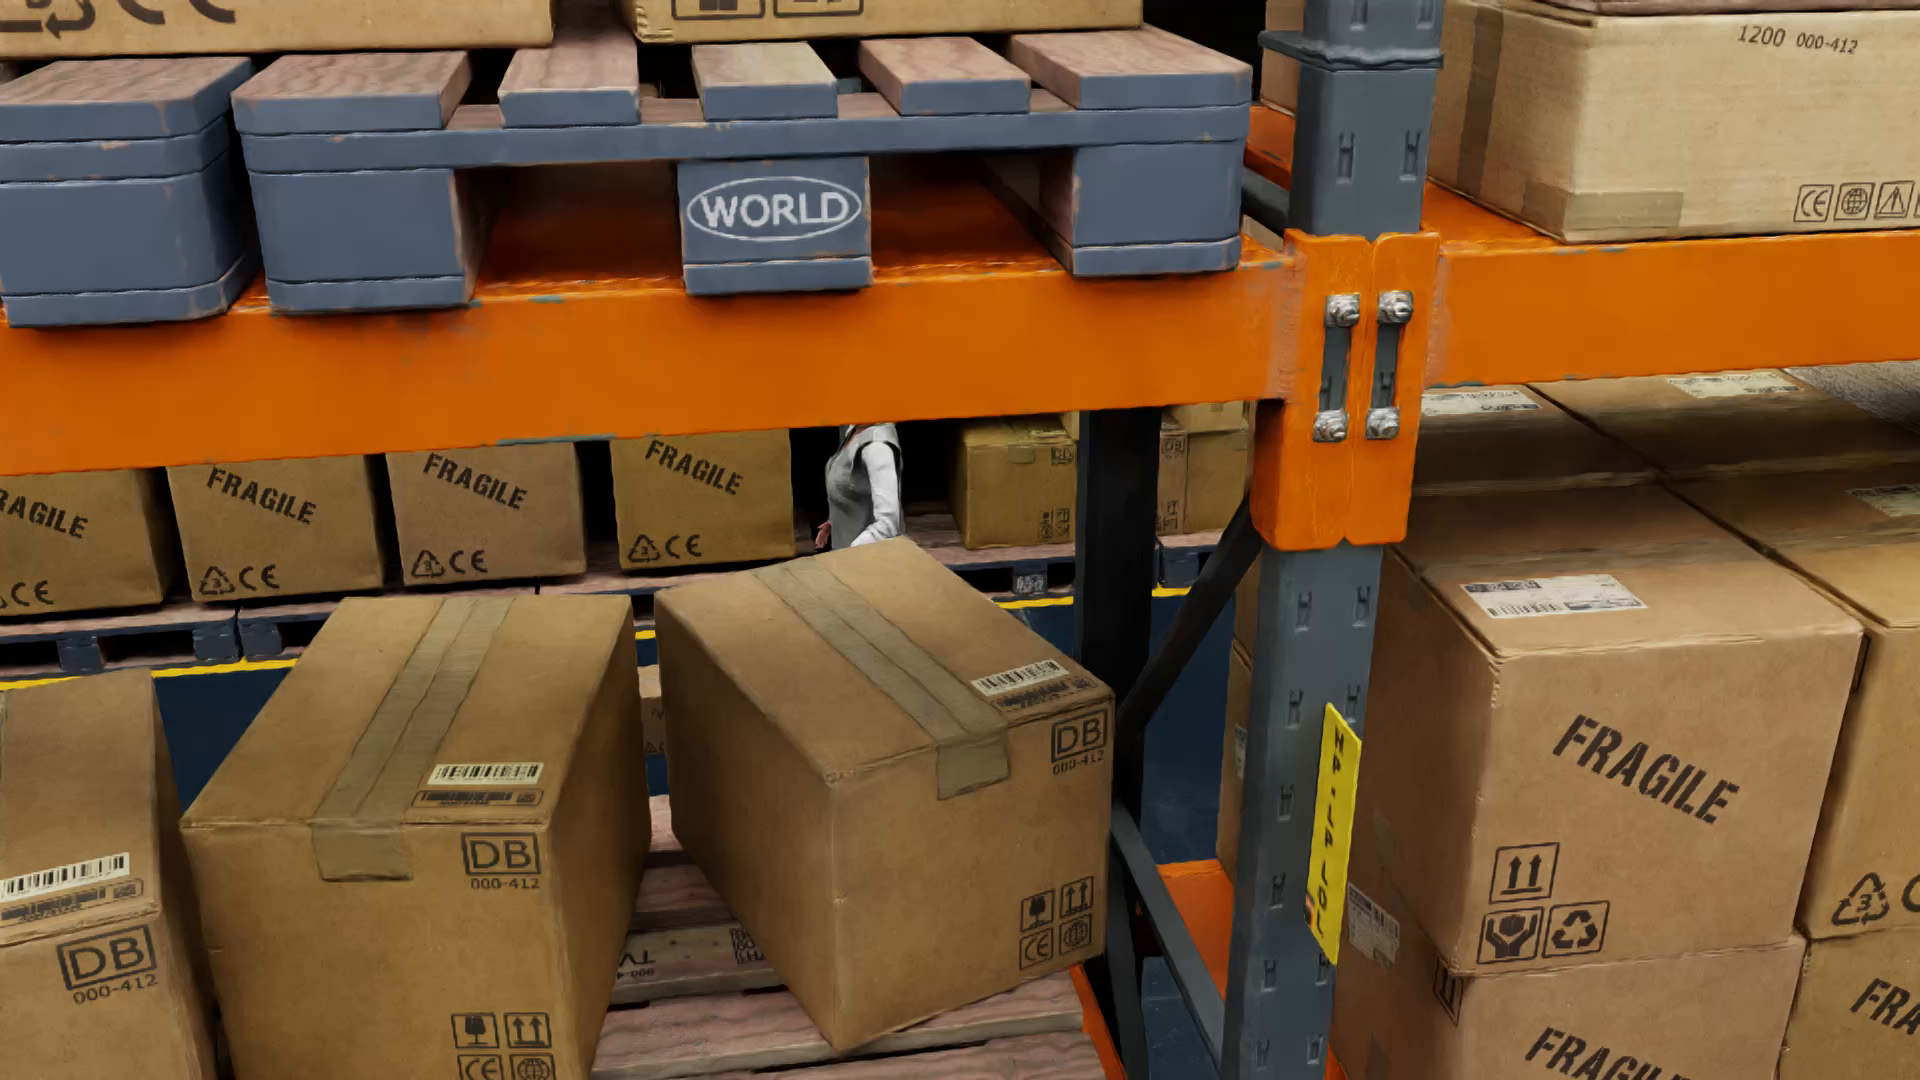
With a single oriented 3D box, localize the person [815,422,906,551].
[{"bbox_3d":[-0.380,0.115,5.886,0.435,1.571,0.600,-6,24,-13],"label":"person"}]
